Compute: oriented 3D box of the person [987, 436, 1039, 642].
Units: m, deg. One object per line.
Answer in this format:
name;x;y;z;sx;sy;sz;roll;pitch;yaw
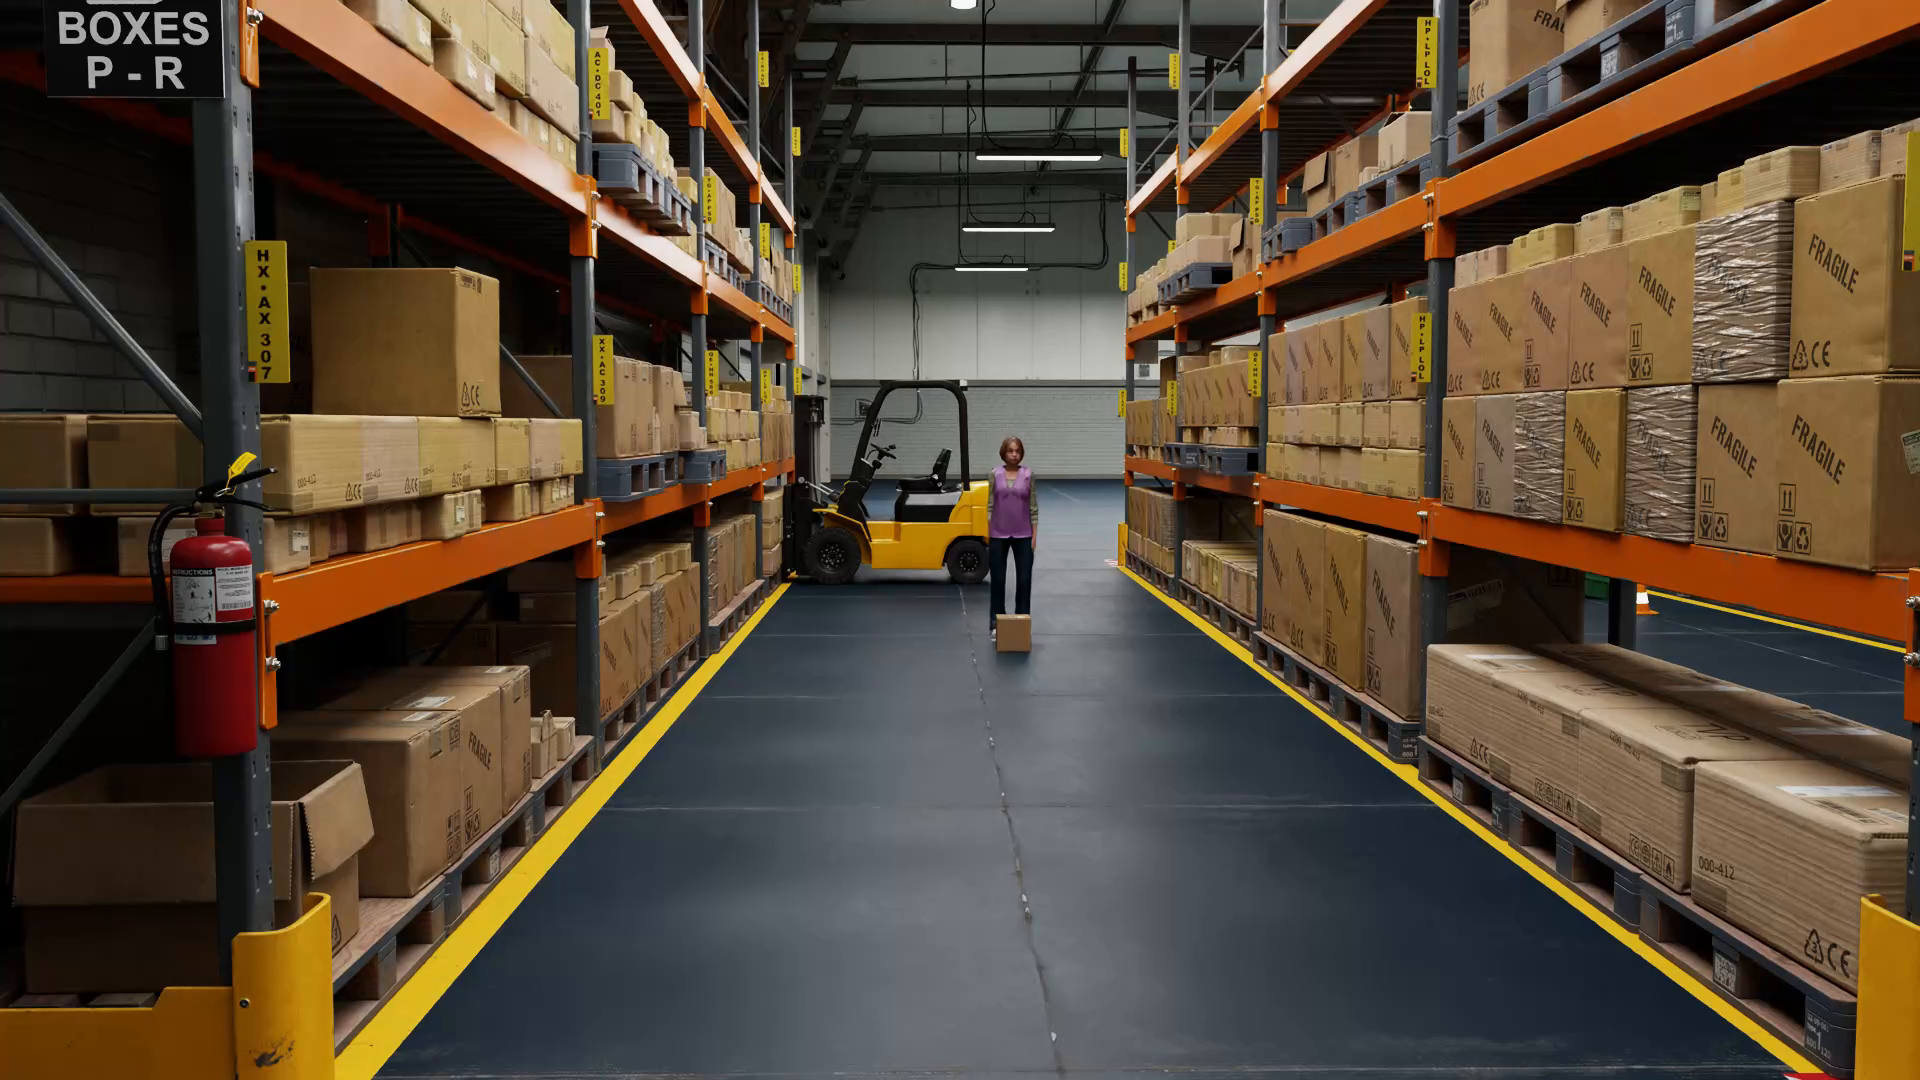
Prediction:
person;0.408;-0.008;12.853;0.405;1.596;0.312;0;4;0
